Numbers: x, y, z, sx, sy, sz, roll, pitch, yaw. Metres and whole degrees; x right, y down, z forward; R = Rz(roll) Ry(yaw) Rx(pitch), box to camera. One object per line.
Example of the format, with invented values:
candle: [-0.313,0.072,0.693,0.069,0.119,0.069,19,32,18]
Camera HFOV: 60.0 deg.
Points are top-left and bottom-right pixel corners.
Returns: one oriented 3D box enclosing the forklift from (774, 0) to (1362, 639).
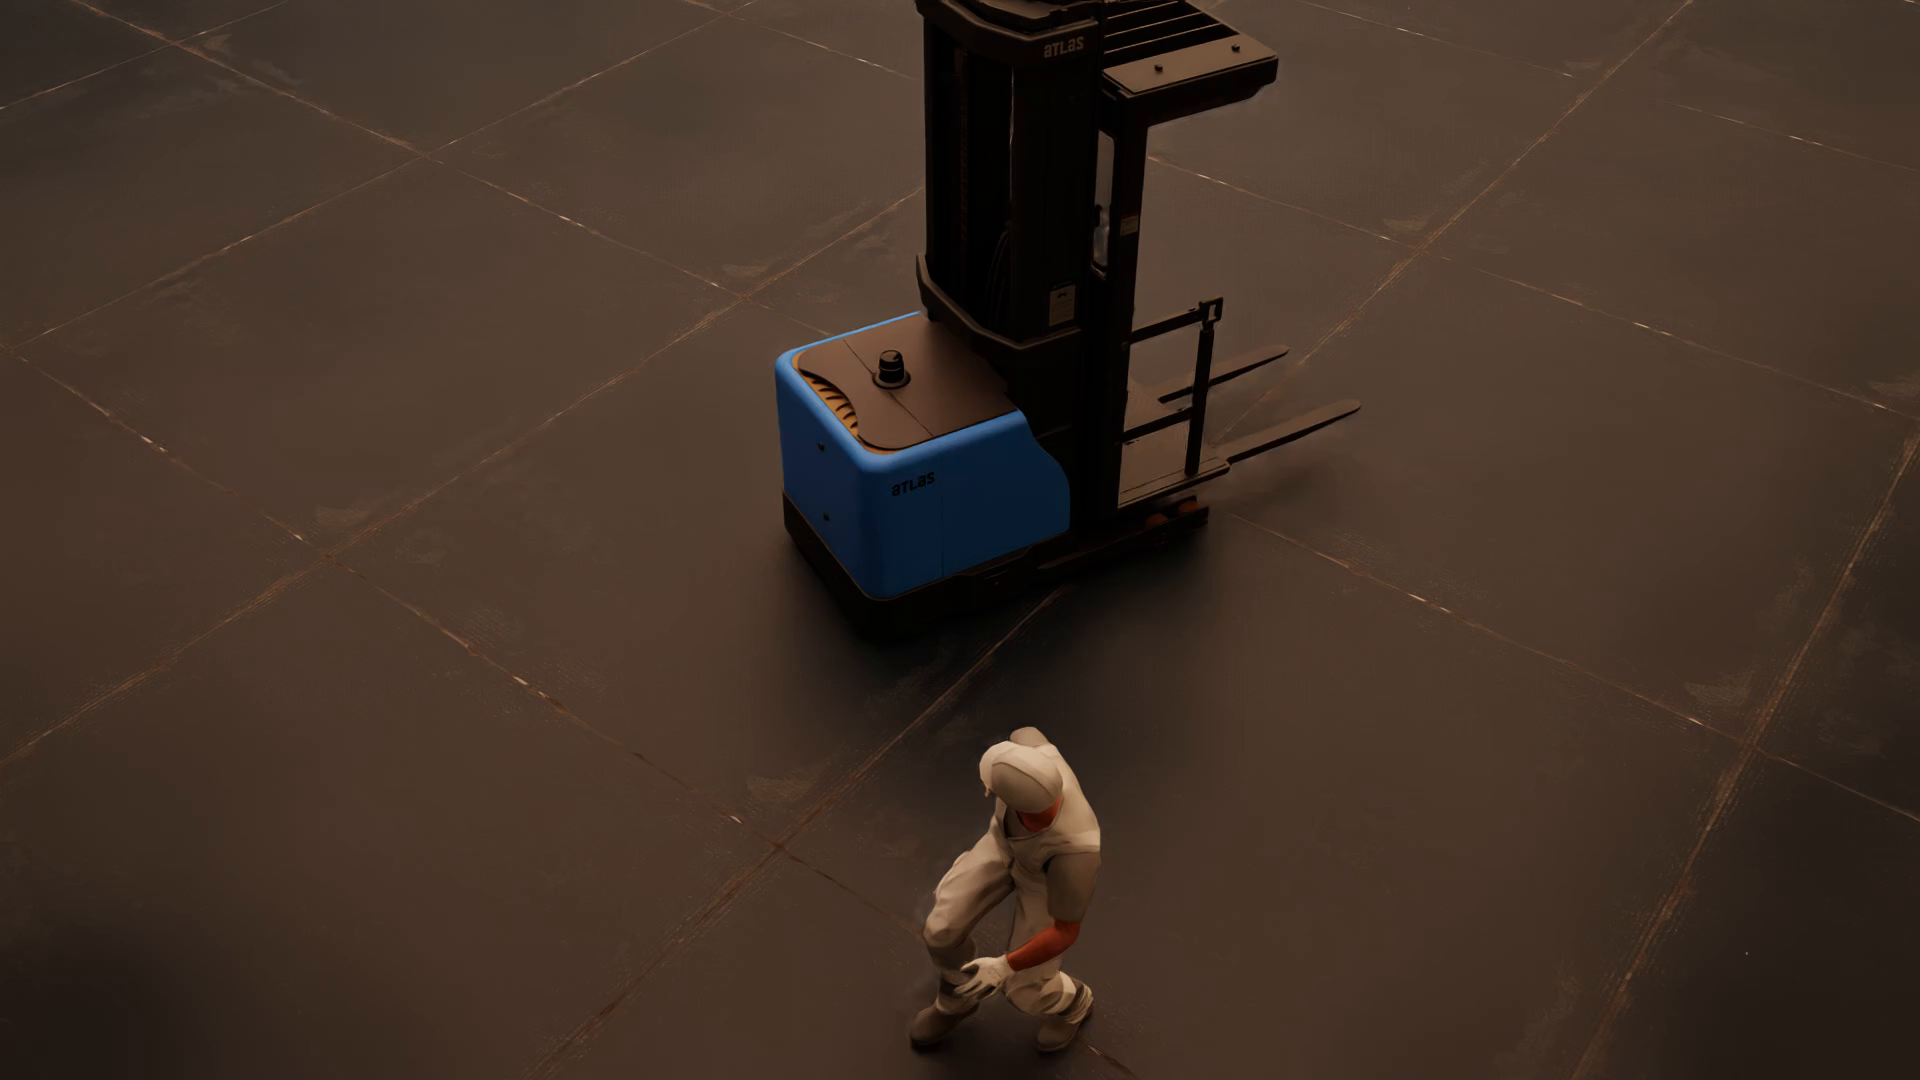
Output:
forklift: [0.659,-1.361,7.671,3.031,2.935,1.130,-20,45,-22]

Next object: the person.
person: [0.147,1.189,5.770,0.771,1.549,0.780,-31,49,-31]
